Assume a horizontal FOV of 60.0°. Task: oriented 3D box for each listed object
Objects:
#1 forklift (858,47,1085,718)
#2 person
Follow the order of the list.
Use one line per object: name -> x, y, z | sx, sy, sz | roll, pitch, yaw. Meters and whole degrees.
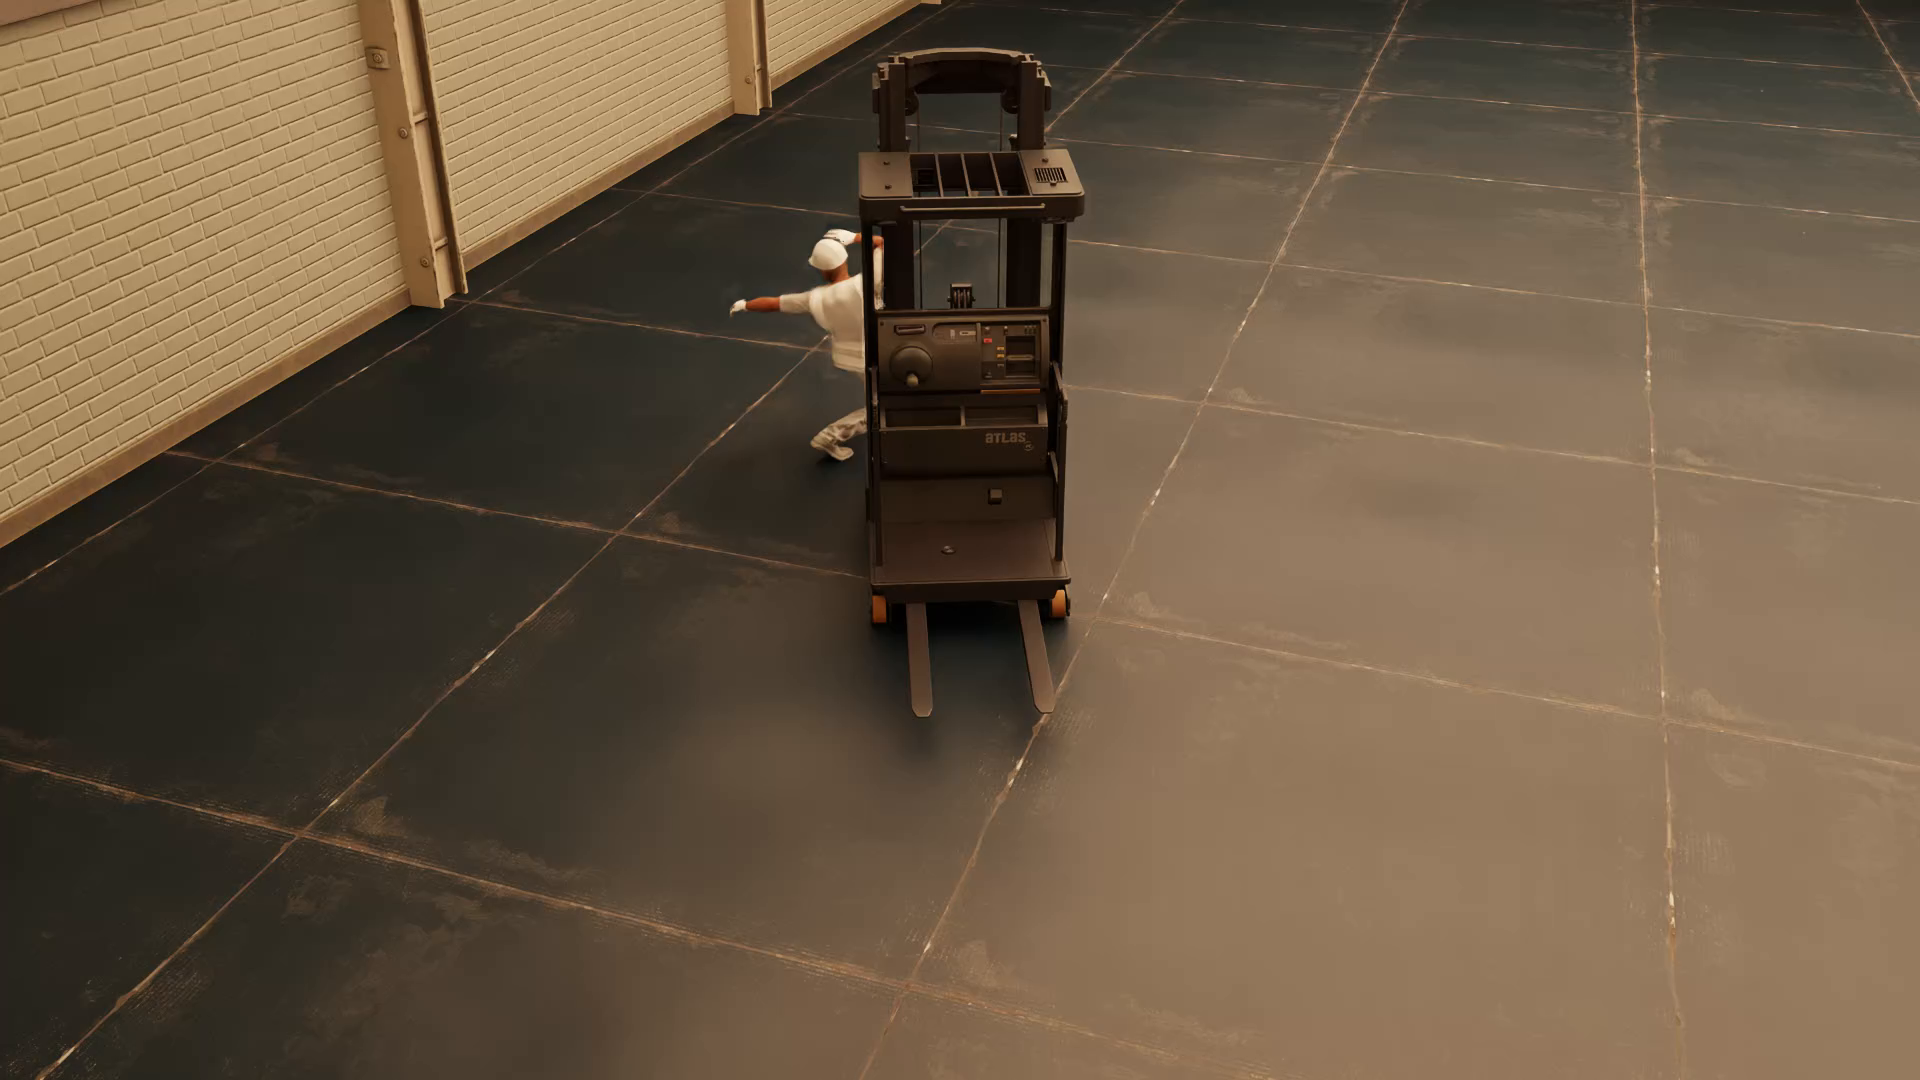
forklift -> 0.035, -0.972, 8.842 | 1.130, 2.935, 3.031 | -2, 30, -3
person -> -0.875, -1.377, 11.027 | 1.058, 1.482, 0.928 | 18, 34, 28
